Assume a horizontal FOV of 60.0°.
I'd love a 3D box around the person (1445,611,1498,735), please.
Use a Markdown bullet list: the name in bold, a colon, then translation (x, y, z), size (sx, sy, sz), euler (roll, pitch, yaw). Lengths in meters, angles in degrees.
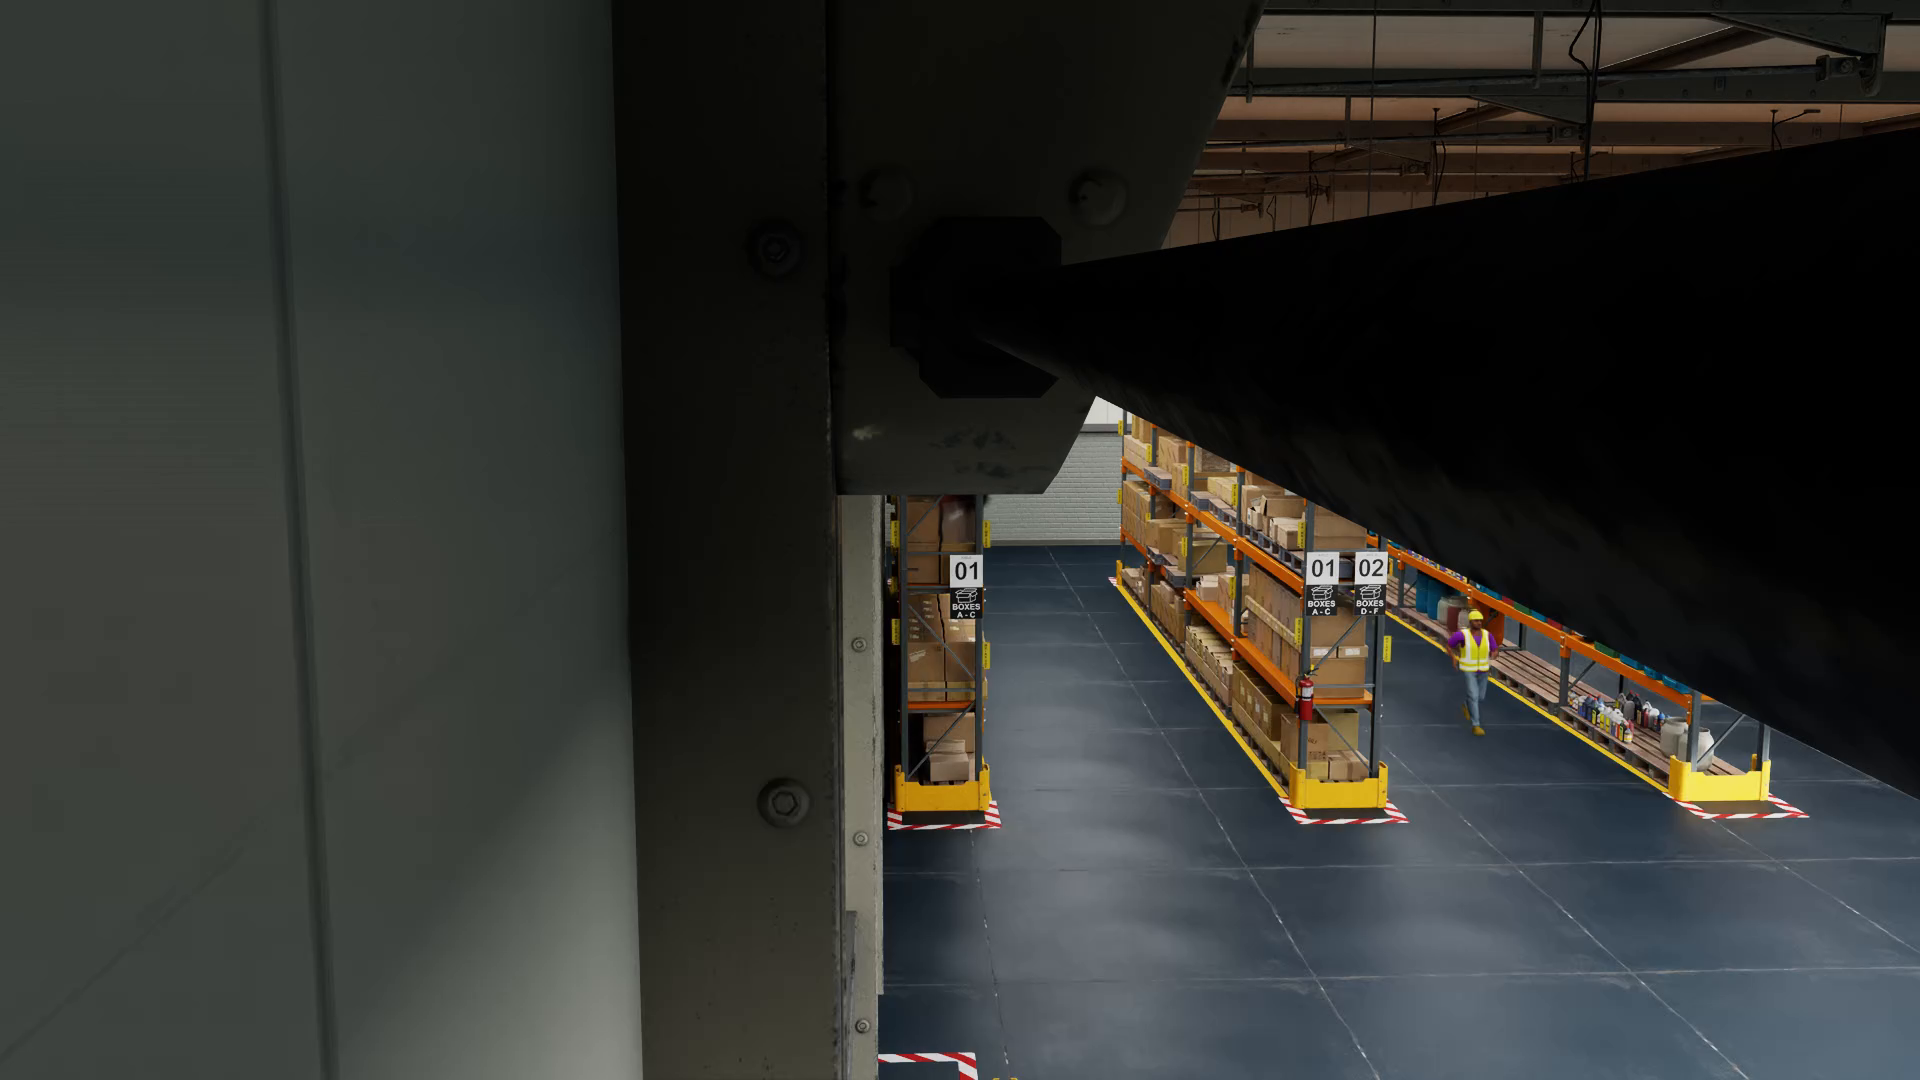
- **person**: translation (7.477, 1.894, 24.190), size (0.710, 1.747, 0.968), euler (-1, 8, -8)
